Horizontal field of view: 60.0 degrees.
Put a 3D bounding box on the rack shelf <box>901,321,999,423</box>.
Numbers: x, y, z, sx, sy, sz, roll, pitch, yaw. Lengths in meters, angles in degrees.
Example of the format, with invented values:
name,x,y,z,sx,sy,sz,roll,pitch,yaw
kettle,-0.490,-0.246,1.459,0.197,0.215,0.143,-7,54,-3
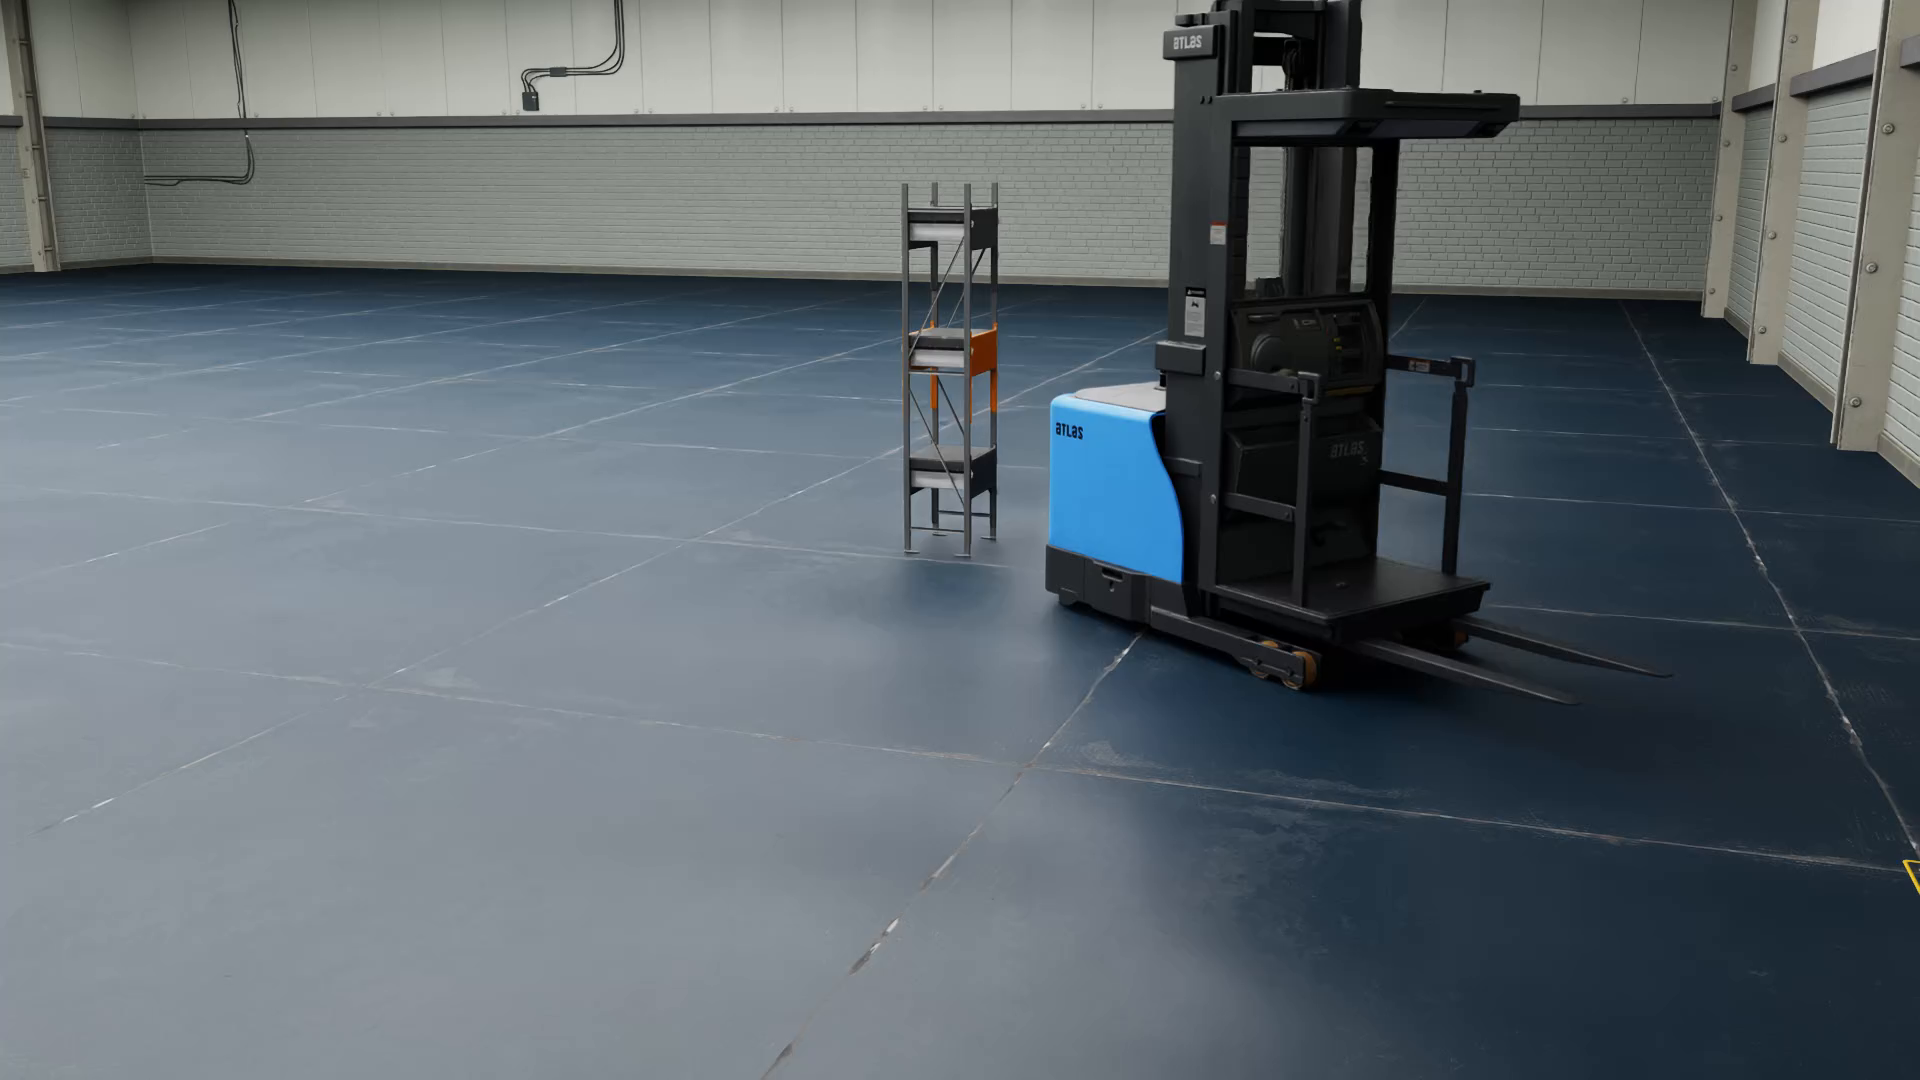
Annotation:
name,x,y,z,sx,sy,sz,roll,pitch,yaw
rack shelf,-0.054,-0.976,9.605,0.431,0.518,0.480,4,14,18

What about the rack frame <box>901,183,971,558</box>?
name,x,y,z,sx,sy,sz,roll,pitch,yaw
rack frame,-0.133,-0.937,9.376,0.400,2.100,0.015,4,14,18

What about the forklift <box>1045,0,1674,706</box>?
name,x,y,z,sx,sy,sz,roll,pitch,yaw
forklift,1.703,-0.907,7.377,1.130,2.935,3.031,-9,16,-35

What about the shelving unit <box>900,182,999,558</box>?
name,x,y,z,sx,sy,sz,roll,pitch,yaw
shelving unit,-0.054,-0.989,9.602,0.431,2.100,0.503,4,14,18

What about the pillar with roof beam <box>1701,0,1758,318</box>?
name,x,y,z,sx,sy,sz,roll,pitch,yaw
pillar with roof beam,6.938,-7.965,24.663,9.100,9.000,0.400,4,14,18

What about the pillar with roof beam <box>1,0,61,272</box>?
name,x,y,z,sx,sy,sz,roll,pitch,yaw
pillar with roof beam,-14.720,-9.613,31.883,9.100,9.000,0.400,4,14,18

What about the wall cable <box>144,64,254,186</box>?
name,x,y,z,sx,sy,sz,roll,pitch,yaw
wall cable,-16.589,-8.934,35.887,3.097,2.526,0.112,4,14,18

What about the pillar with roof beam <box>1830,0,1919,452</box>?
name,x,y,z,sx,sy,sz,roll,pitch,yaw
pillar with roof beam,3.056,-5.439,13.593,9.100,9.000,0.400,4,14,18

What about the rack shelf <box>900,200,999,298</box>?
name,x,y,z,sx,sy,sz,roll,pitch,yaw
rack shelf,-0.054,-1.658,9.449,0.431,0.518,0.480,4,14,18

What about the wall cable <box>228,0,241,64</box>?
name,x,y,z,sx,sy,sz,roll,pitch,yaw
wall cable,-14.029,-11.202,34.472,3.097,2.526,0.112,4,14,18

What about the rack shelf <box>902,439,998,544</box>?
name,x,y,z,sx,sy,sz,roll,pitch,yaw
rack shelf,-0.054,-0.293,9.760,0.431,0.518,0.480,4,14,18

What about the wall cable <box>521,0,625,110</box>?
name,x,y,z,sx,sy,sz,roll,pitch,yaw
wall cable,-7.612,-11.419,32.154,2.305,6.003,0.169,4,14,18

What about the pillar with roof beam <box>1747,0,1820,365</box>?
name,x,y,z,sx,sy,sz,roll,pitch,yaw
pillar with roof beam,4.997,-6.702,19.128,9.100,9.000,0.400,4,14,18

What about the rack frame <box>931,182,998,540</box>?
name,x,y,z,sx,sy,sz,roll,pitch,yaw
rack frame,0.025,-1.040,9.827,0.400,2.100,0.015,4,14,18
